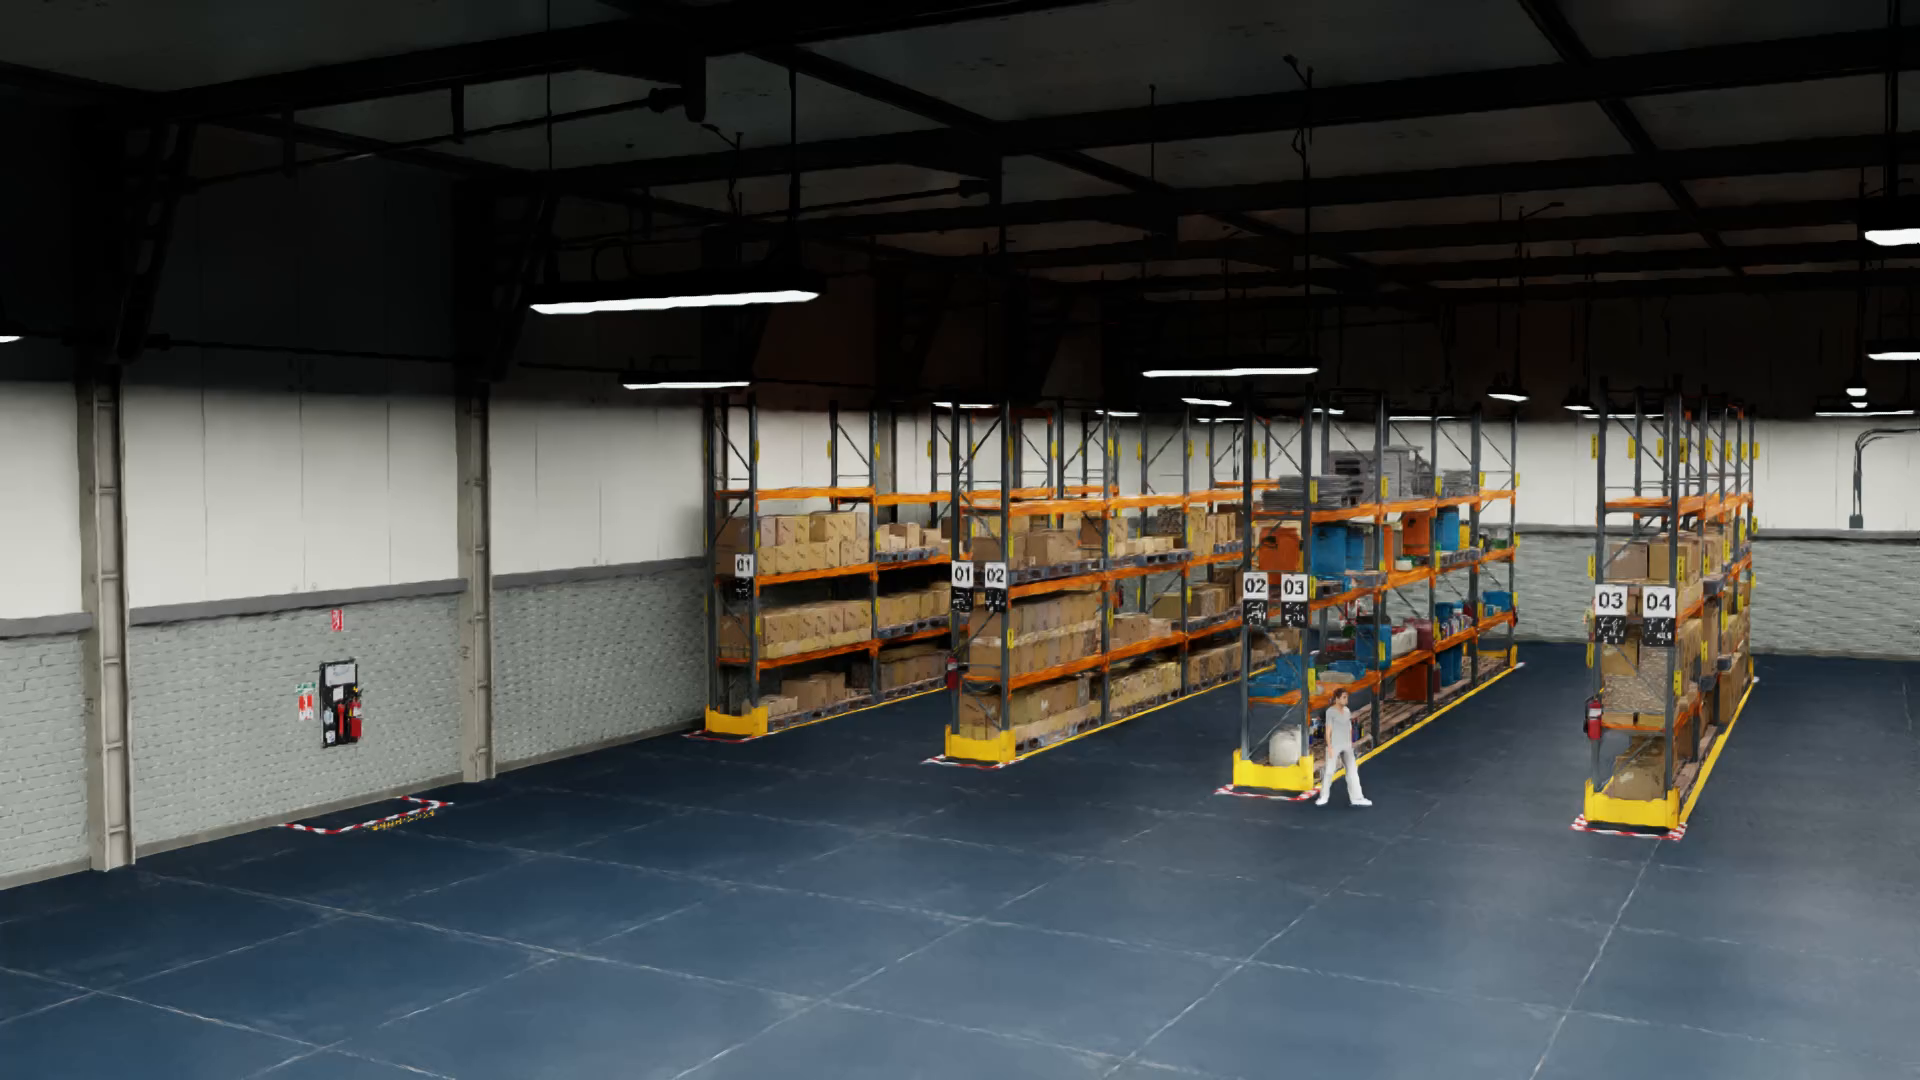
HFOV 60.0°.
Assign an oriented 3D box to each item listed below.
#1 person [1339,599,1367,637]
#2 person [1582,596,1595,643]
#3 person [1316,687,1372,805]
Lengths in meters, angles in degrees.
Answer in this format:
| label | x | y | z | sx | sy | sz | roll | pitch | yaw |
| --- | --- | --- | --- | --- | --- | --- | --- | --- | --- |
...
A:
| label | x | y | z | sx | sy | sz | roll | pitch | yaw |
| --- | --- | --- | --- | --- | --- | --- | --- | --- | --- |
| person | 9.280 | 2.017 | 39.308 | 0.677 | 1.742 | 0.552 | 2 | 3 | 27 |
| person | 14.825 | 2.105 | 38.773 | 0.603 | 1.600 | 0.799 | 2 | 4 | 34 |
| person | 5.361 | 2.904 | 23.348 | 0.691 | 1.643 | 0.564 | -1 | 3 | -24 |
